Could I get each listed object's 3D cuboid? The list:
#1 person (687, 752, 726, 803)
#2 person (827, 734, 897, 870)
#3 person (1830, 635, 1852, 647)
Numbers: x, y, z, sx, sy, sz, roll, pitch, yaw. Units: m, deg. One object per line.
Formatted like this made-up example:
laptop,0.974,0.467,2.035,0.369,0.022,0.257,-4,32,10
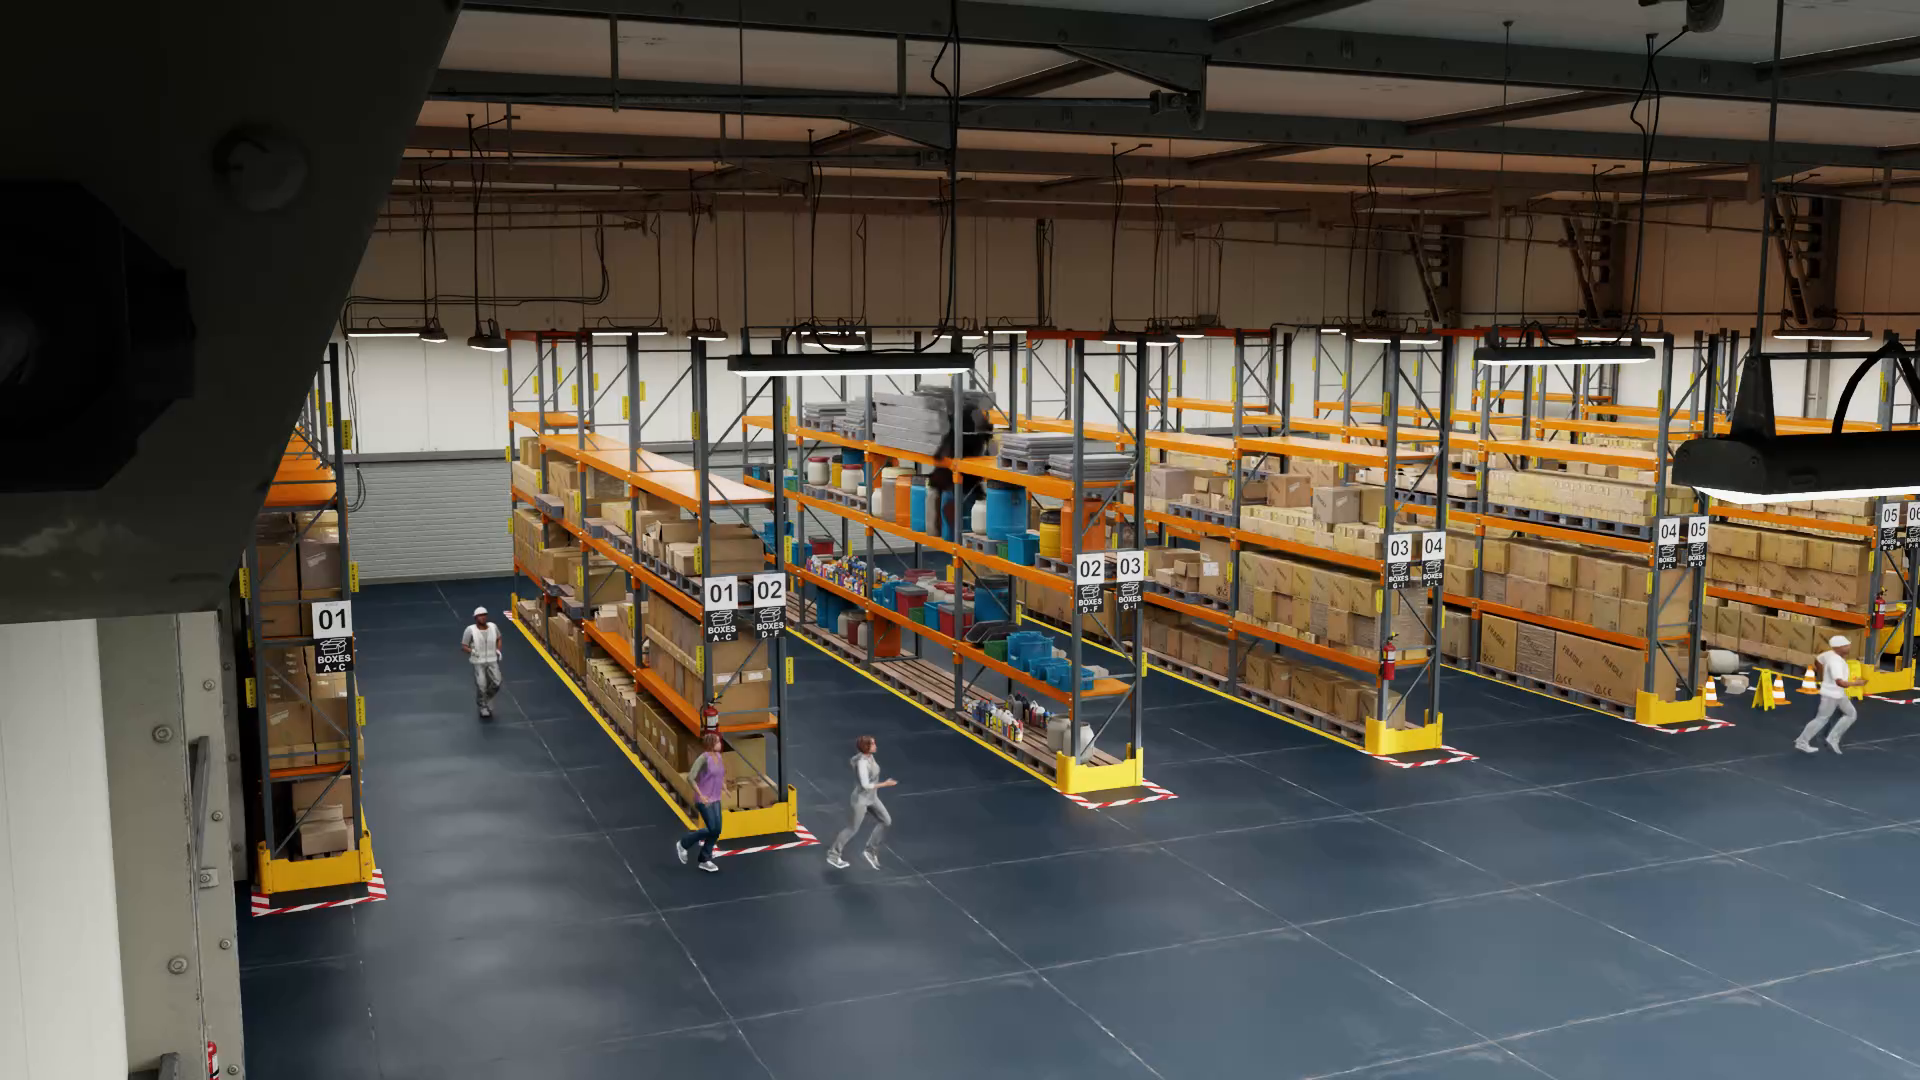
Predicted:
person,-2.868,2.721,19.070,0.309,0.590,0.565,3,8,22
person,-1.096,2.979,18.913,0.814,1.592,0.549,2,8,13
person,12.533,1.442,23.655,0.288,0.167,0.211,4,9,28
